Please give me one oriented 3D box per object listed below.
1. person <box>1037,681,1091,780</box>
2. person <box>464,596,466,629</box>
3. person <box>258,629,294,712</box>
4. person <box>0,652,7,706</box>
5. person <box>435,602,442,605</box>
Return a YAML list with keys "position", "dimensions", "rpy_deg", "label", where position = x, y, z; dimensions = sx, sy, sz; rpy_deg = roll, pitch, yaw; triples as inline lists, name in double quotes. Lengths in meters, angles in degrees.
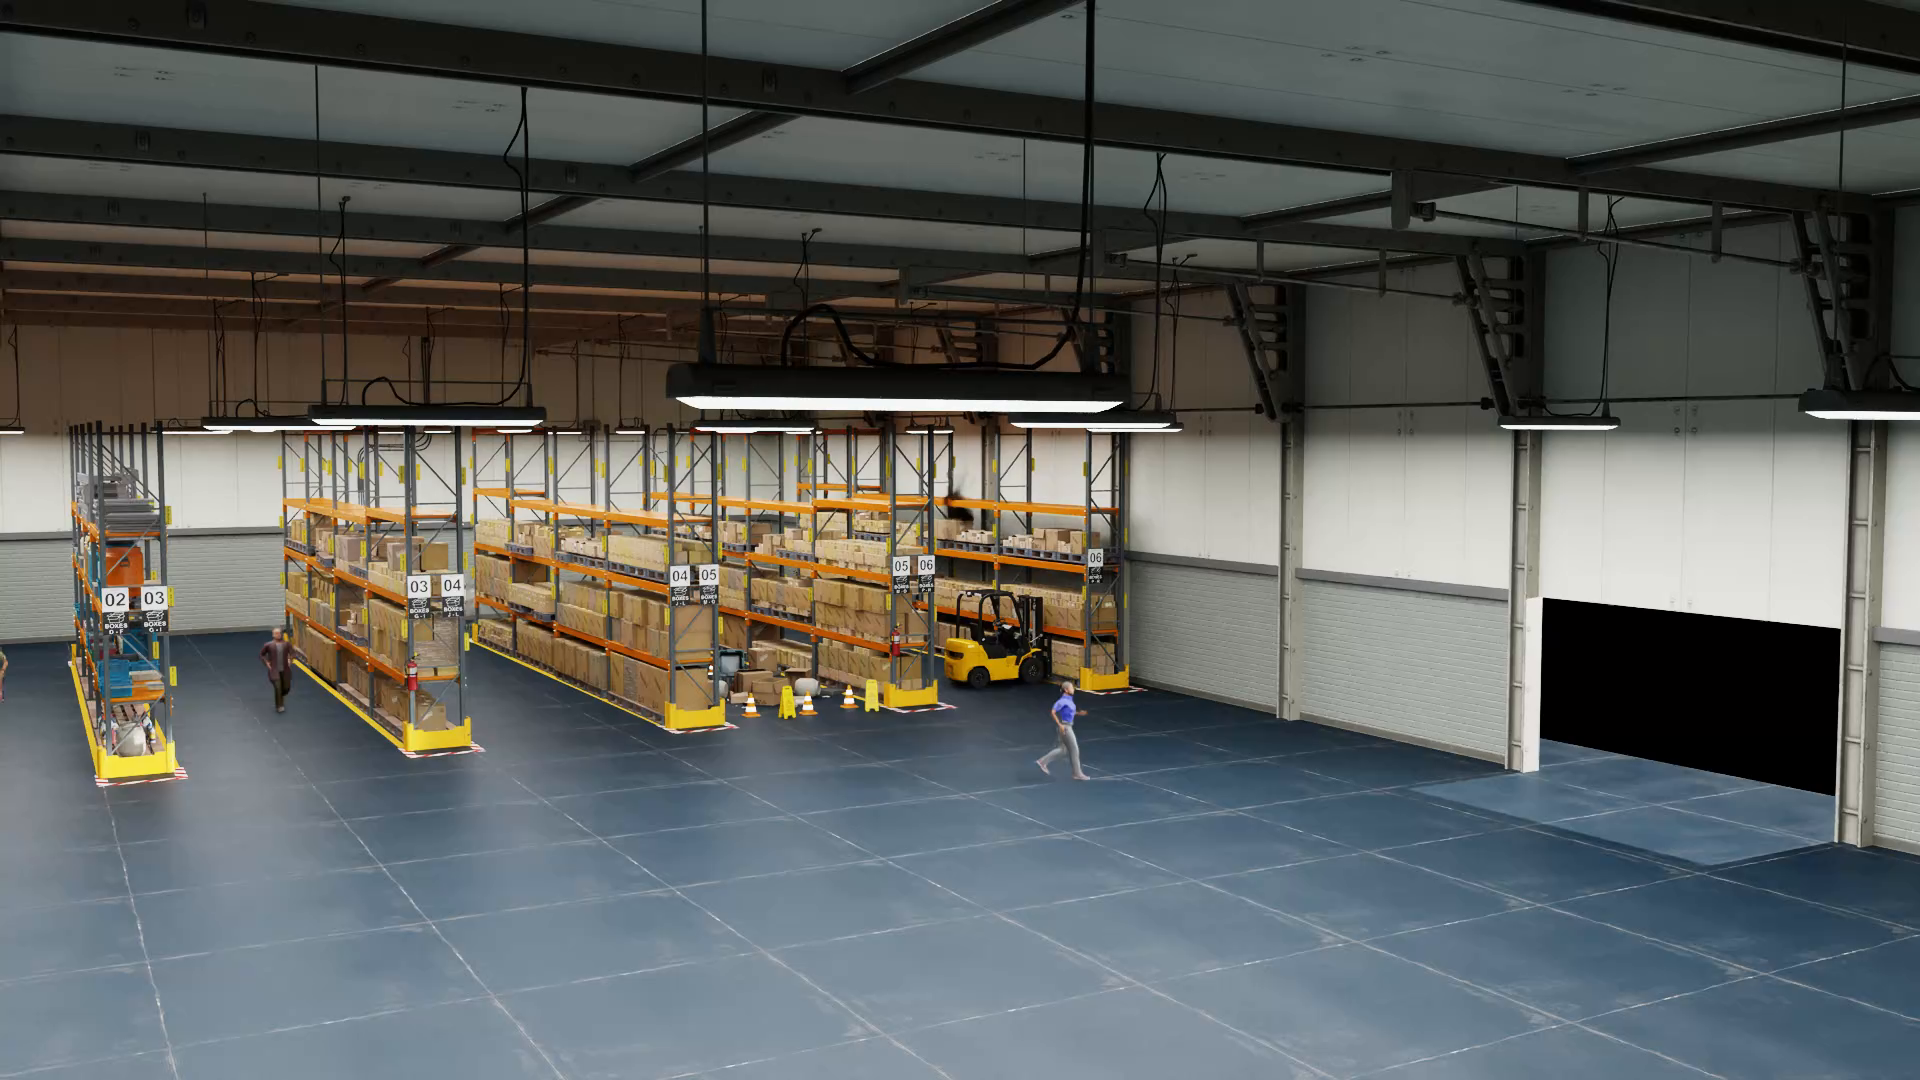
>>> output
- position: [1.721, 3.166, 27.684]
  dimensions: [0.911, 1.640, 0.576]
  rpy_deg: [1, 4, 8]
  label: "person"
- position: [-14.327, 2.001, 47.307]
  dimensions: [0.623, 1.639, 0.498]
  rpy_deg: [3, 5, 43]
  label: "person"
- position: [-14.250, 2.710, 34.723]
  dimensions: [0.712, 1.730, 0.754]
  rpy_deg: [-3, 4, -38]
  label: "person"
- position: [-19.585, 2.828, 33.681]
  dimensions: [0.590, 1.621, 0.519]
  rpy_deg: [-3, 5, -39]
  label: "person"
- position: [-14.782, 1.948, 46.651]
  dimensions: [0.778, 1.699, 0.968]
  rpy_deg: [1, 4, 14]
  label: "person"
